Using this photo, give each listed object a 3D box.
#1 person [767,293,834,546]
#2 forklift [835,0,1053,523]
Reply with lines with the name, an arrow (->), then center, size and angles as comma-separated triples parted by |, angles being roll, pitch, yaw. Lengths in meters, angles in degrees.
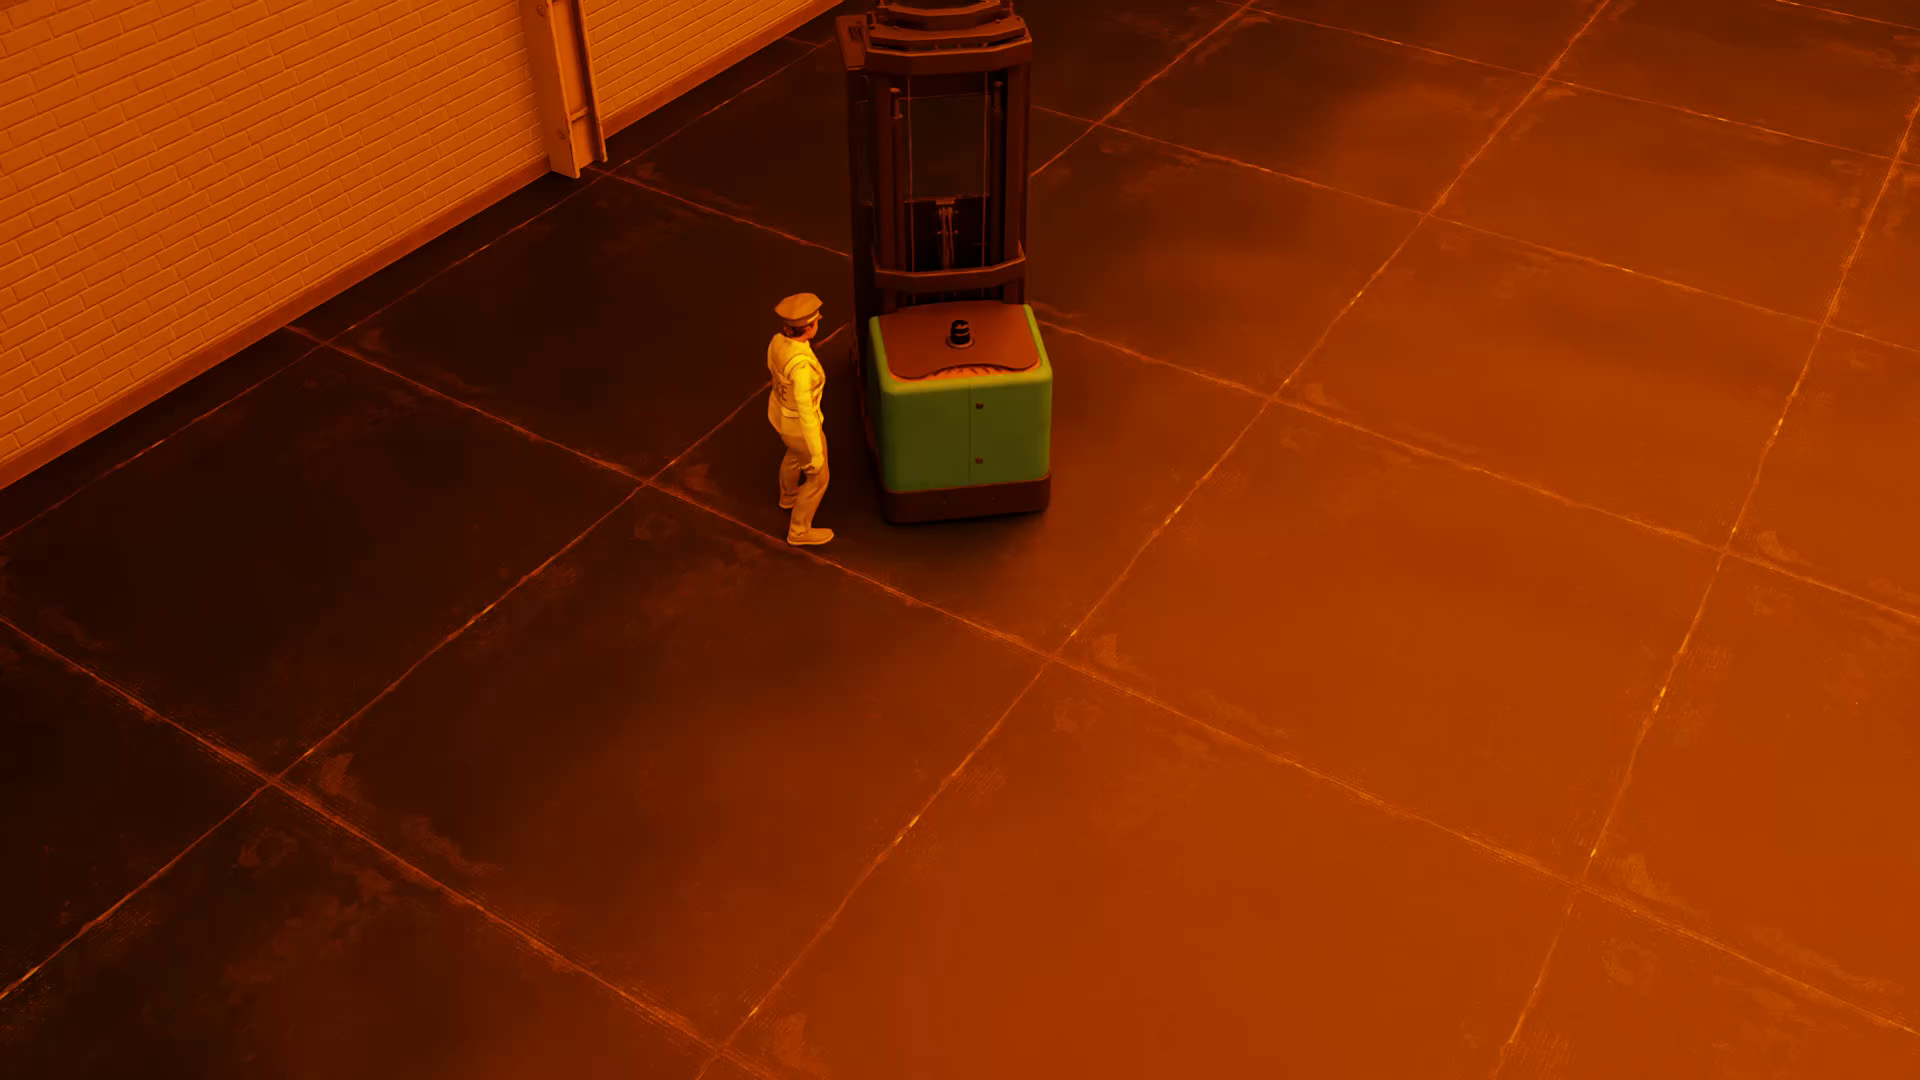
person -> -0.937, -0.705, 9.801 | 0.376, 1.641, 0.713 | -18, 43, -20
forklift -> -0.163, -2.174, 10.532 | 1.130, 2.935, 3.031 | -5, 41, -6
